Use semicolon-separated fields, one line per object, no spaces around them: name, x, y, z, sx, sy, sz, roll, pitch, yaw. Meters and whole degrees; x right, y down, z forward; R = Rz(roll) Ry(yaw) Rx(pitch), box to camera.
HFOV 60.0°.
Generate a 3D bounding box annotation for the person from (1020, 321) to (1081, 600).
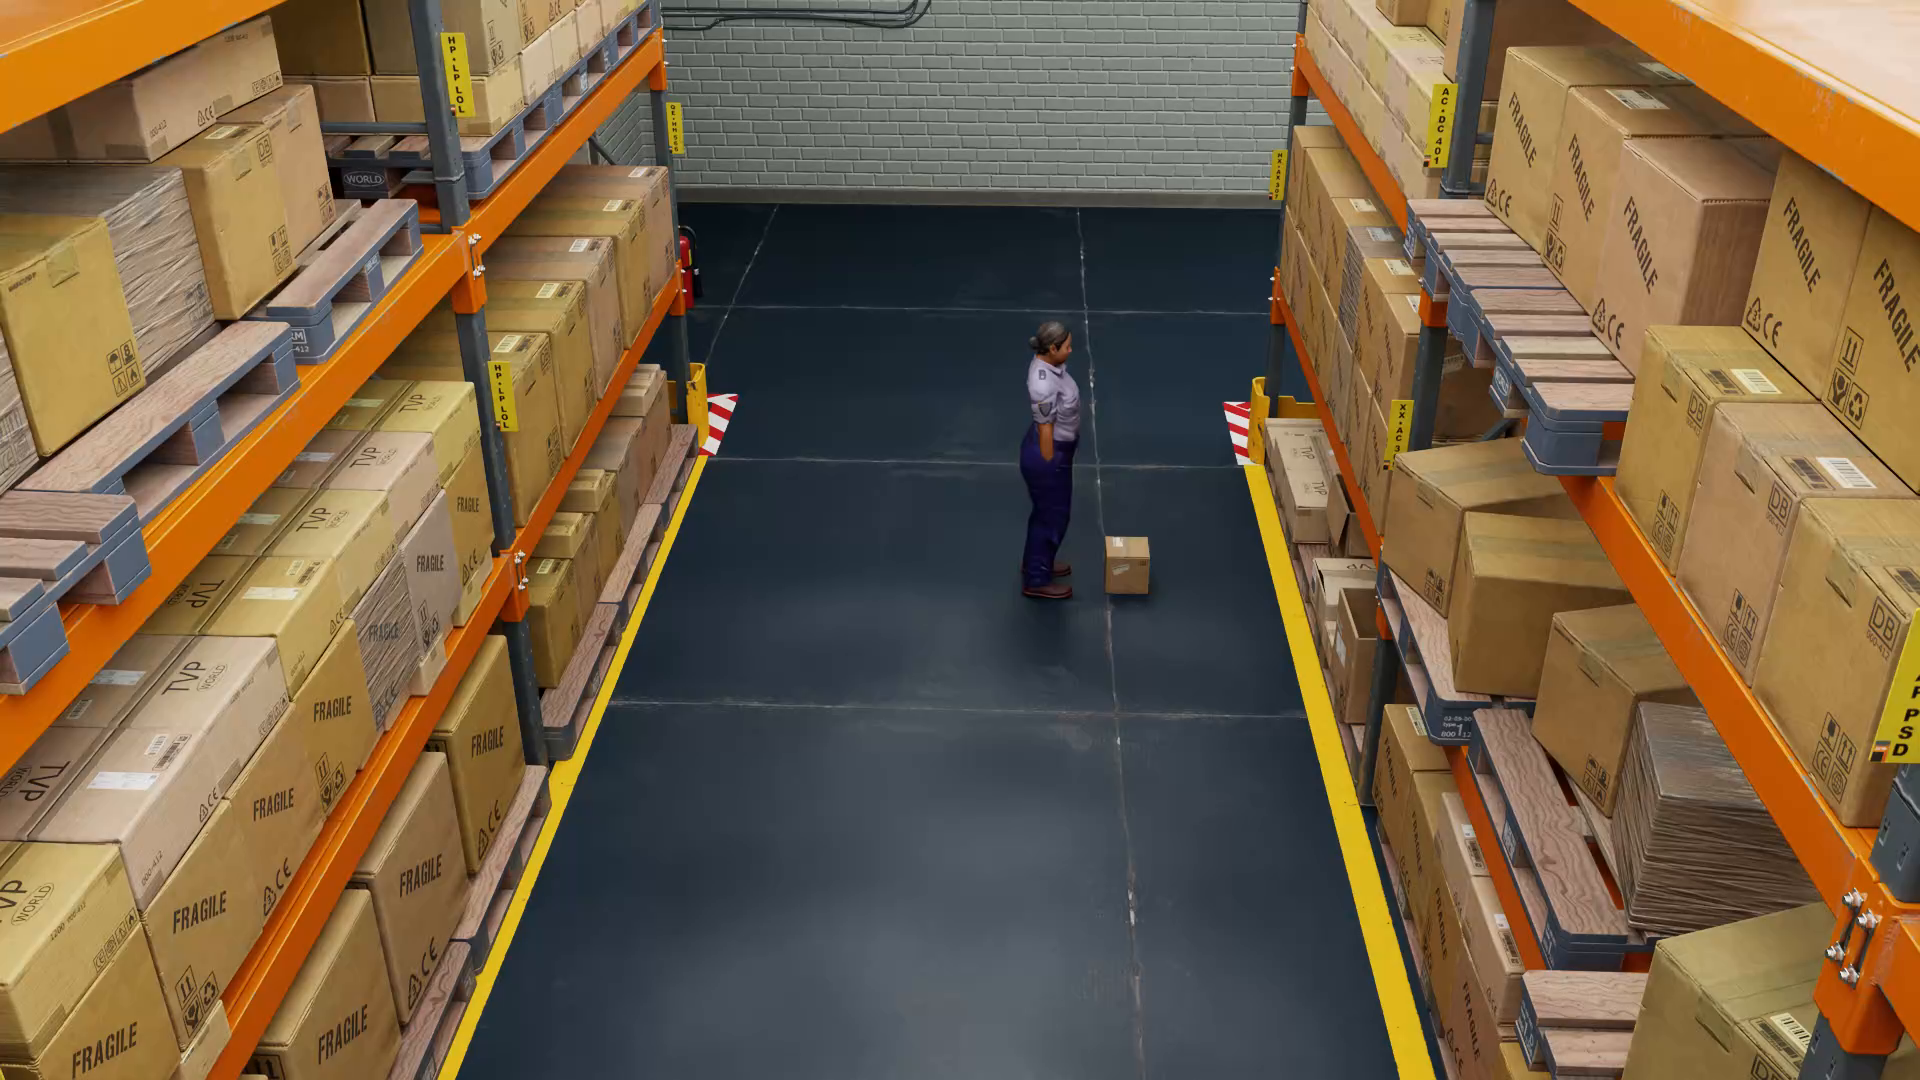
person;0.515;-0.478;9.541;0.341;1.642;0.470;2;28;3
